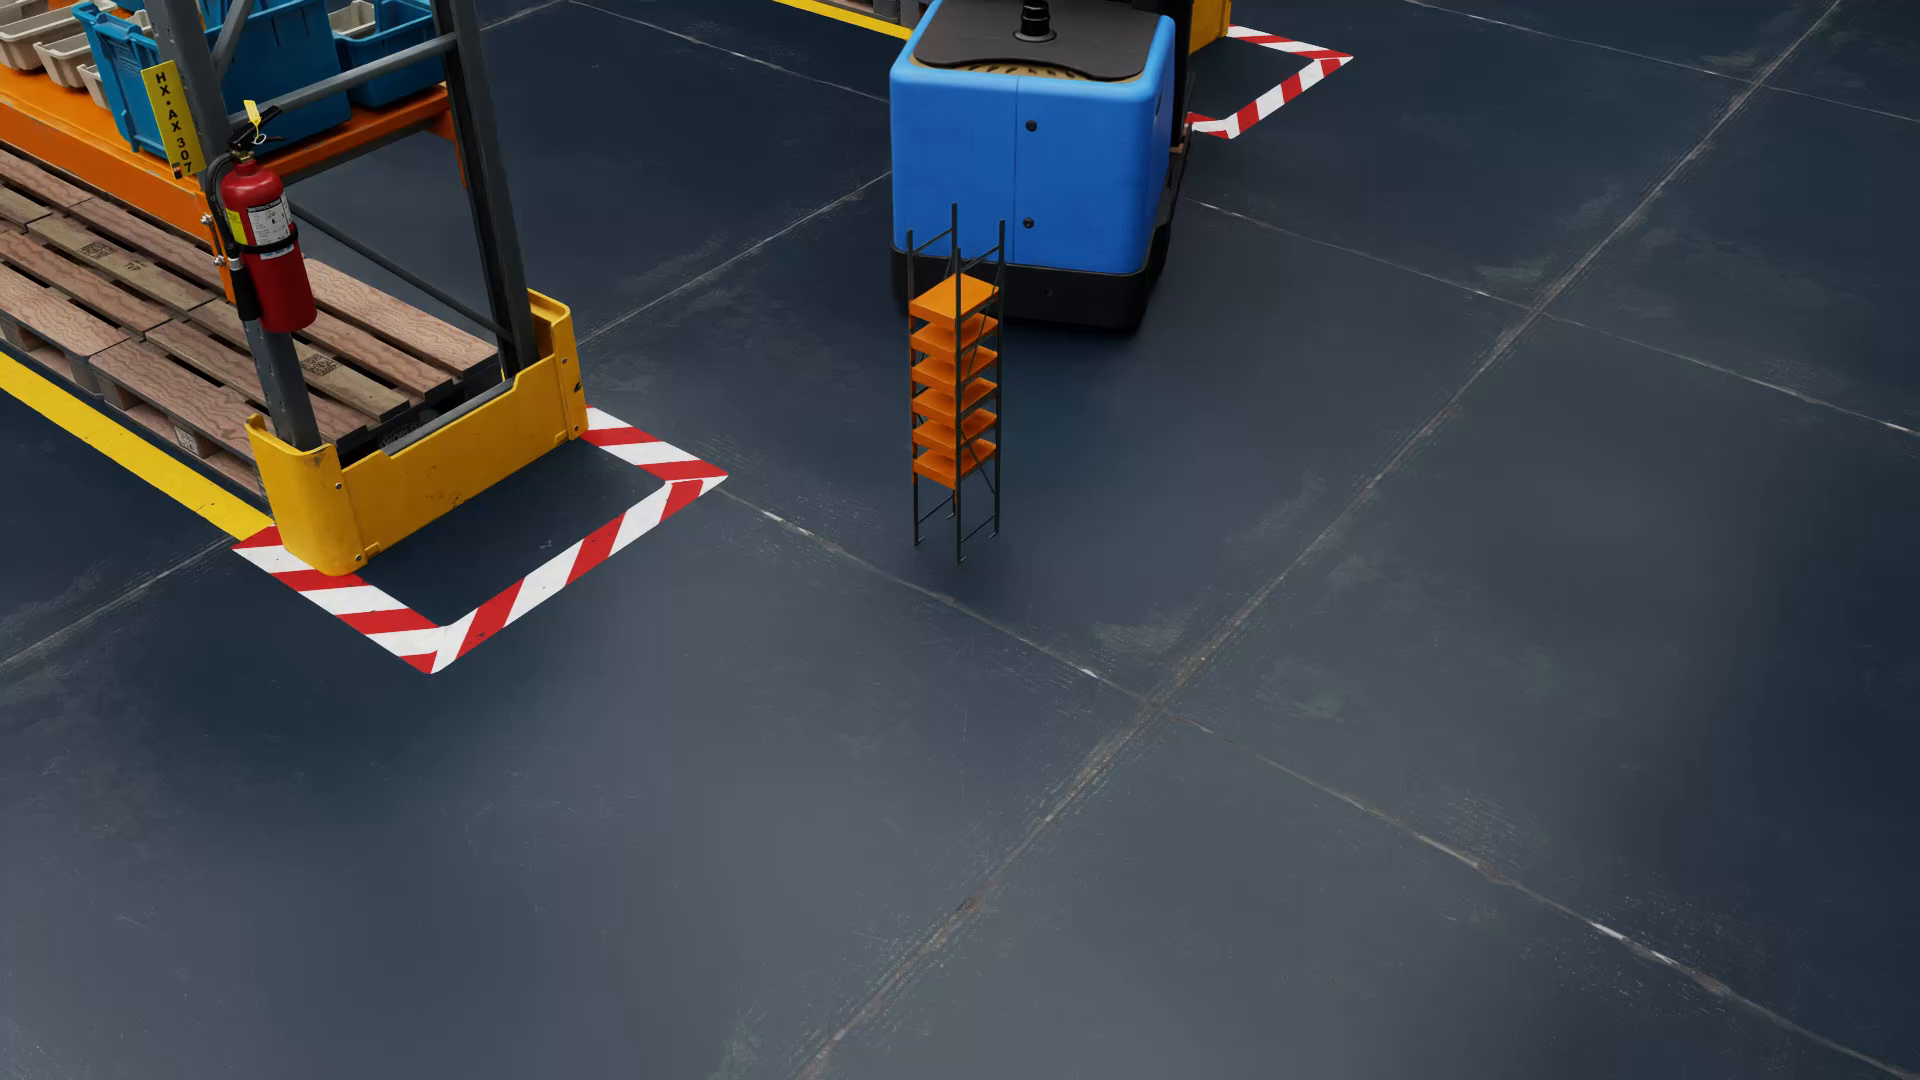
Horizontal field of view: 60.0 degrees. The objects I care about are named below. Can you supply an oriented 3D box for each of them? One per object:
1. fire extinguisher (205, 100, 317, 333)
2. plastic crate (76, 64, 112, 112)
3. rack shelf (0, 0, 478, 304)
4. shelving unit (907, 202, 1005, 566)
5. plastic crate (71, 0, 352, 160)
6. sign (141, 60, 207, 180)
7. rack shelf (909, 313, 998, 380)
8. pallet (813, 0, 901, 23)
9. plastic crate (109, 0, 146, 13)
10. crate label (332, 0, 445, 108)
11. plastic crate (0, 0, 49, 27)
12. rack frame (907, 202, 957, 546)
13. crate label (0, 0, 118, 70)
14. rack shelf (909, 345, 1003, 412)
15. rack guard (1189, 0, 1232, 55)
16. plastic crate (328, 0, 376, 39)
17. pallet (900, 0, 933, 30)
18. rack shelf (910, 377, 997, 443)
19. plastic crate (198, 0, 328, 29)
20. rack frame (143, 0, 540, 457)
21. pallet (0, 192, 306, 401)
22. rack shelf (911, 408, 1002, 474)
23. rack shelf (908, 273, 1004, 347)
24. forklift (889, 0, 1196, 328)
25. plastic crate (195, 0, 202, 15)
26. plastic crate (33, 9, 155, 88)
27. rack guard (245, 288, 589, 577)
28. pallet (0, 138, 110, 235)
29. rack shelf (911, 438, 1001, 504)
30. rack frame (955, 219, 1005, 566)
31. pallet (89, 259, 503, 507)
[{"bbox_3d":[-2.053,-0.938,4.880,0.183,0.674,0.296,25,45,29],"label":"fire extinguisher"},{"bbox_3d":[-2.654,-1.531,5.437,0.243,0.136,0.396,25,45,29],"label":"plastic crate"},{"bbox_3d":[-3.485,-1.860,6.276,4.000,0.370,1.077,25,45,29],"label":"rack shelf"},{"bbox_3d":[-0.012,-0.478,5.387,0.189,1.200,0.258,25,45,29],"label":"shelving unit"},{"bbox_3d":[-2.276,-1.466,5.112,0.499,0.435,0.616,25,45,29],"label":"plastic crate"},{"bbox_3d":[-2.218,-1.183,4.696,0.005,0.325,0.100,25,45,29],"label":"sign"},{"bbox_3d":[-0.012,-0.632,5.266,0.180,0.103,0.258,25,45,29],"label":"rack shelf"},{"bbox_3d":[-0.543,-3.504,10.055,1.213,0.211,1.003,25,45,29],"label":"pallet"},{"bbox_3d":[-2.938,-2.099,6.085,0.300,0.233,0.416,25,45,29],"label":"plastic crate"},{"bbox_3d":[-1.892,-1.606,5.455,0.303,0.233,0.416,25,45,29],"label":"crate label"},{"bbox_3d":[-3.358,-1.841,5.833,0.250,0.136,0.298,25,45,29],"label":"plastic crate"},{"bbox_3d":[-0.084,-0.512,5.431,0.006,1.200,0.240,25,45,29],"label":"rack frame"},{"bbox_3d":[-3.112,-1.739,5.703,0.243,0.136,0.396,25,45,29],"label":"crate label"},{"bbox_3d":[-0.012,-0.537,5.340,0.180,0.103,0.258,25,45,29],"label":"rack shelf"},{"bbox_3d":[1.056,-2.863,9.001,0.348,0.500,1.175,25,45,29],"label":"rack guard"},{"bbox_3d":[-2.097,-1.728,5.690,0.298,0.136,0.250,25,45,29],"label":"plastic crate"},{"bbox_3d":[0.422,-3.047,9.471,1.213,0.211,1.003,25,45,29],"label":"pallet"},{"bbox_3d":[-0.012,-0.443,5.414,0.180,0.103,0.258,25,45,29],"label":"rack shelf"},{"bbox_3d":[-2.415,-1.852,5.770,0.300,0.233,0.416,25,45,29],"label":"plastic crate"},{"bbox_3d":[-1.896,-1.394,5.098,0.127,3.000,1.000,25,45,29],"label":"rack frame"},{"bbox_3d":[-3.493,-1.081,6.960,1.213,0.211,1.003,25,45,29],"label":"pallet"},{"bbox_3d":[-0.012,-0.348,5.488,0.180,0.103,0.258,25,45,29],"label":"rack shelf"},{"bbox_3d":[-0.012,-0.726,5.192,0.180,0.103,0.258,25,45,29],"label":"rack shelf"},{"bbox_3d":[0.519,-2.922,7.104,1.130,2.935,3.031,7,39,9],"label":"forklift"},{"bbox_3d":[-2.636,-1.983,6.014,0.298,0.136,0.250,25,45,29],"label":"plastic crate"},{"bbox_3d":[-2.876,-1.647,5.585,0.243,0.136,0.396,25,45,29],"label":"plastic crate"},{"bbox_3d":[-1.869,-0.407,5.865,0.348,0.500,1.175,25,45,29],"label":"rack guard"},{"bbox_3d":[-4.466,-1.538,7.543,1.213,0.211,1.003,25,45,29],"label":"pallet"},{"bbox_3d":[-0.012,-0.254,5.562,0.180,0.103,0.258,25,45,29],"label":"rack shelf"},{"bbox_3d":[0.061,-0.444,5.343,0.006,1.200,0.240,25,45,29],"label":"rack frame"},{"bbox_3d":[-2.528,-0.624,6.376,1.213,0.211,1.003,25,45,29],"label":"pallet"}]
